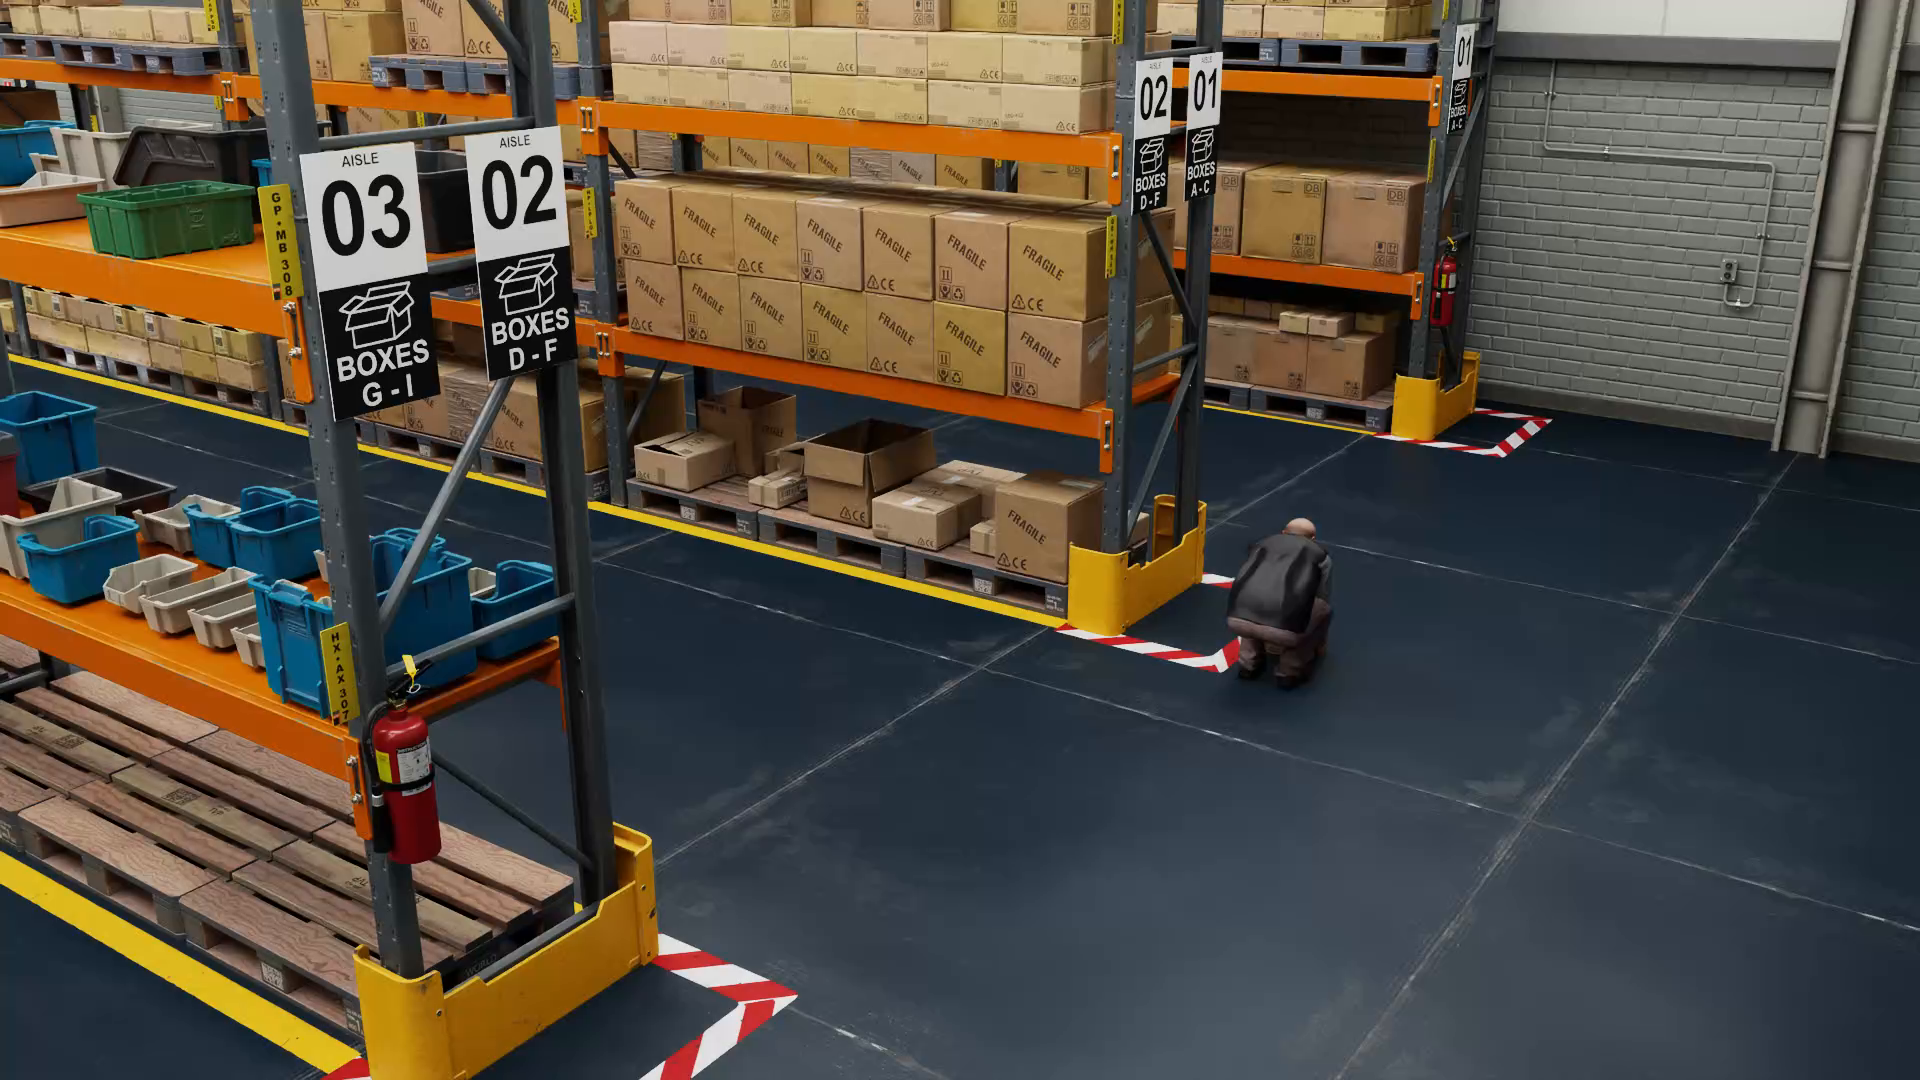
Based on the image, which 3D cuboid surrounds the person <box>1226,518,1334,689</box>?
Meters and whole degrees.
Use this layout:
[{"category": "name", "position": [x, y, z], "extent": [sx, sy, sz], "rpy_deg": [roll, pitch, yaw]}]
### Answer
[{"category": "person", "position": [1.755, 0.394, 9.074], "extent": [0.515, 0.839, 0.905], "rpy_deg": [12, 23, 29]}]
